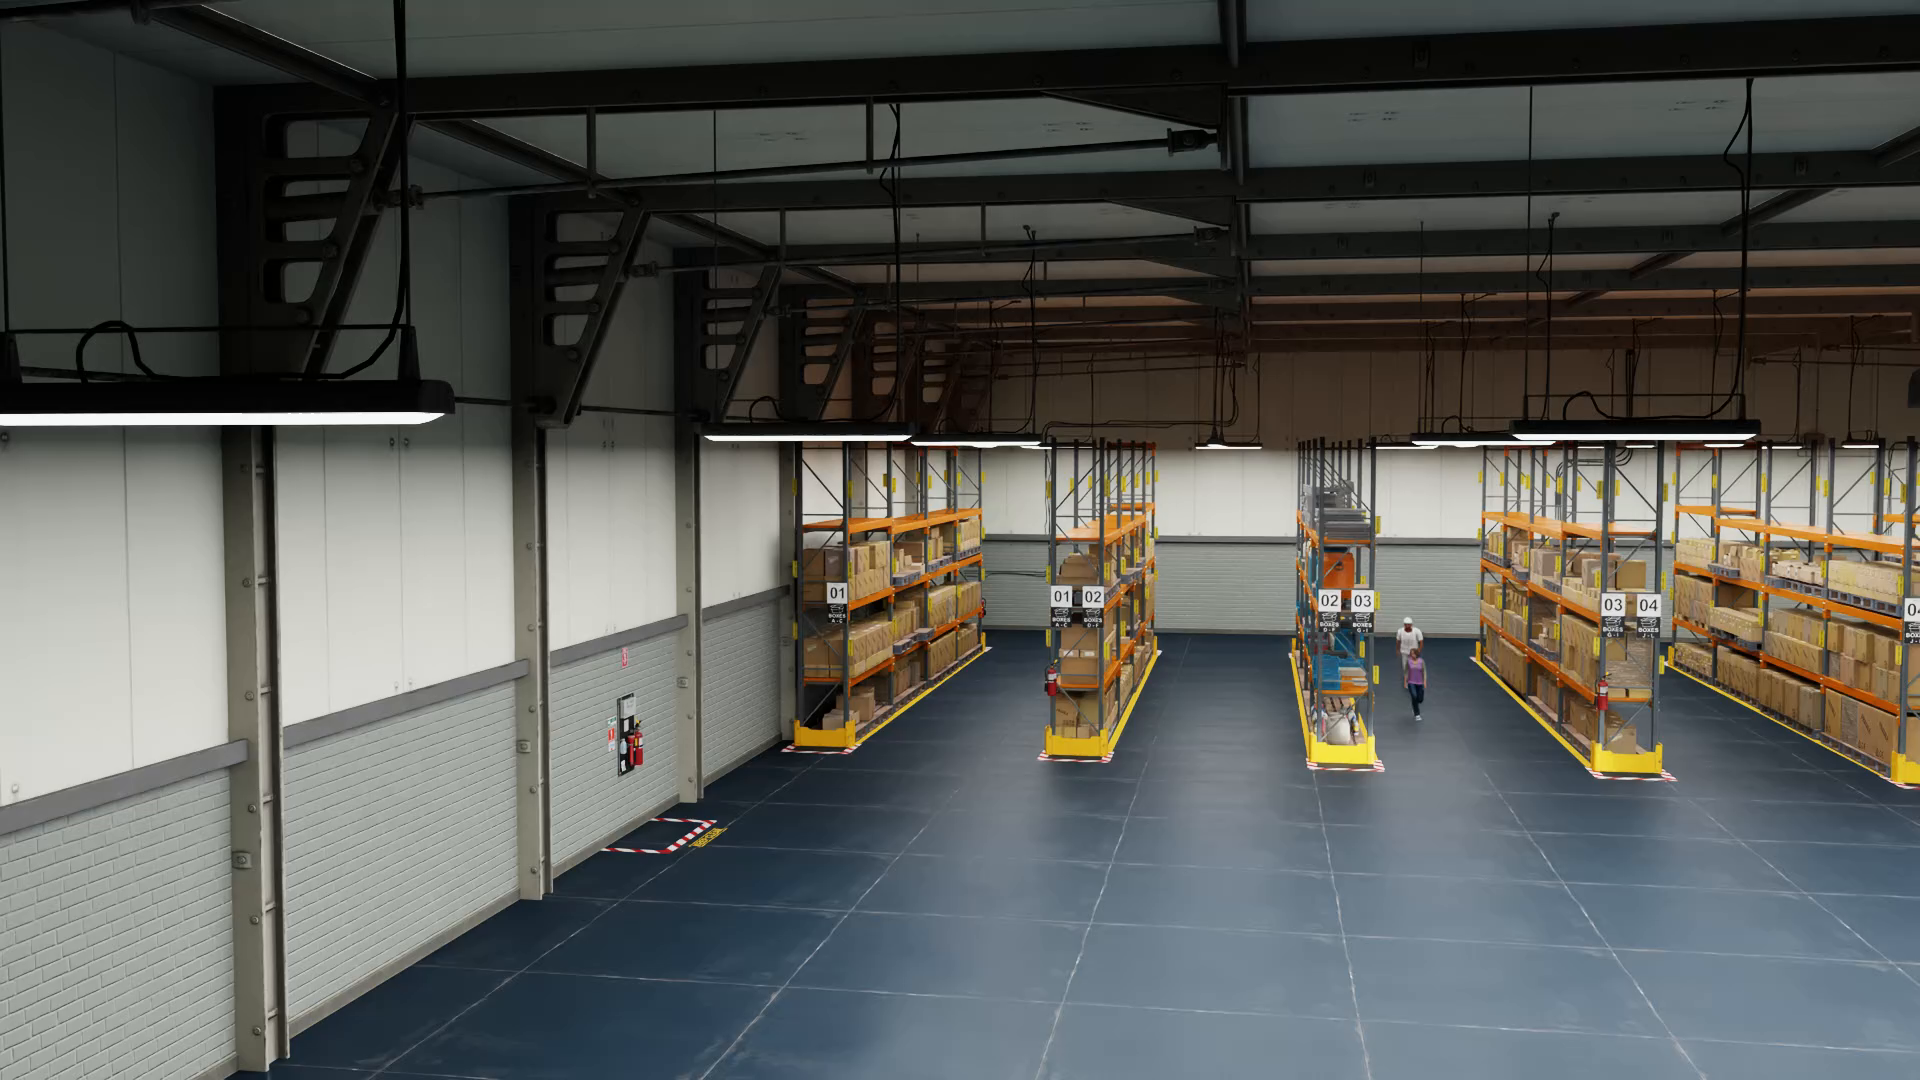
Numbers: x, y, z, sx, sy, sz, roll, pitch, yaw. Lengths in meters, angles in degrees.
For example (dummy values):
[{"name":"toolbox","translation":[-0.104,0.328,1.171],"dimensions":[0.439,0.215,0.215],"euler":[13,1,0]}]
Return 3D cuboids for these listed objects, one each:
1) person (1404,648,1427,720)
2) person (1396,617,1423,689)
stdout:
[{"name":"person","translation":[9.779,3.069,35.690],"dimensions":[0.461,1.518,0.747],"euler":[0,3,9]},{"name":"person","translation":[10.904,2.725,40.311],"dimensions":[0.636,1.740,0.678],"euler":[1,3,22]}]
